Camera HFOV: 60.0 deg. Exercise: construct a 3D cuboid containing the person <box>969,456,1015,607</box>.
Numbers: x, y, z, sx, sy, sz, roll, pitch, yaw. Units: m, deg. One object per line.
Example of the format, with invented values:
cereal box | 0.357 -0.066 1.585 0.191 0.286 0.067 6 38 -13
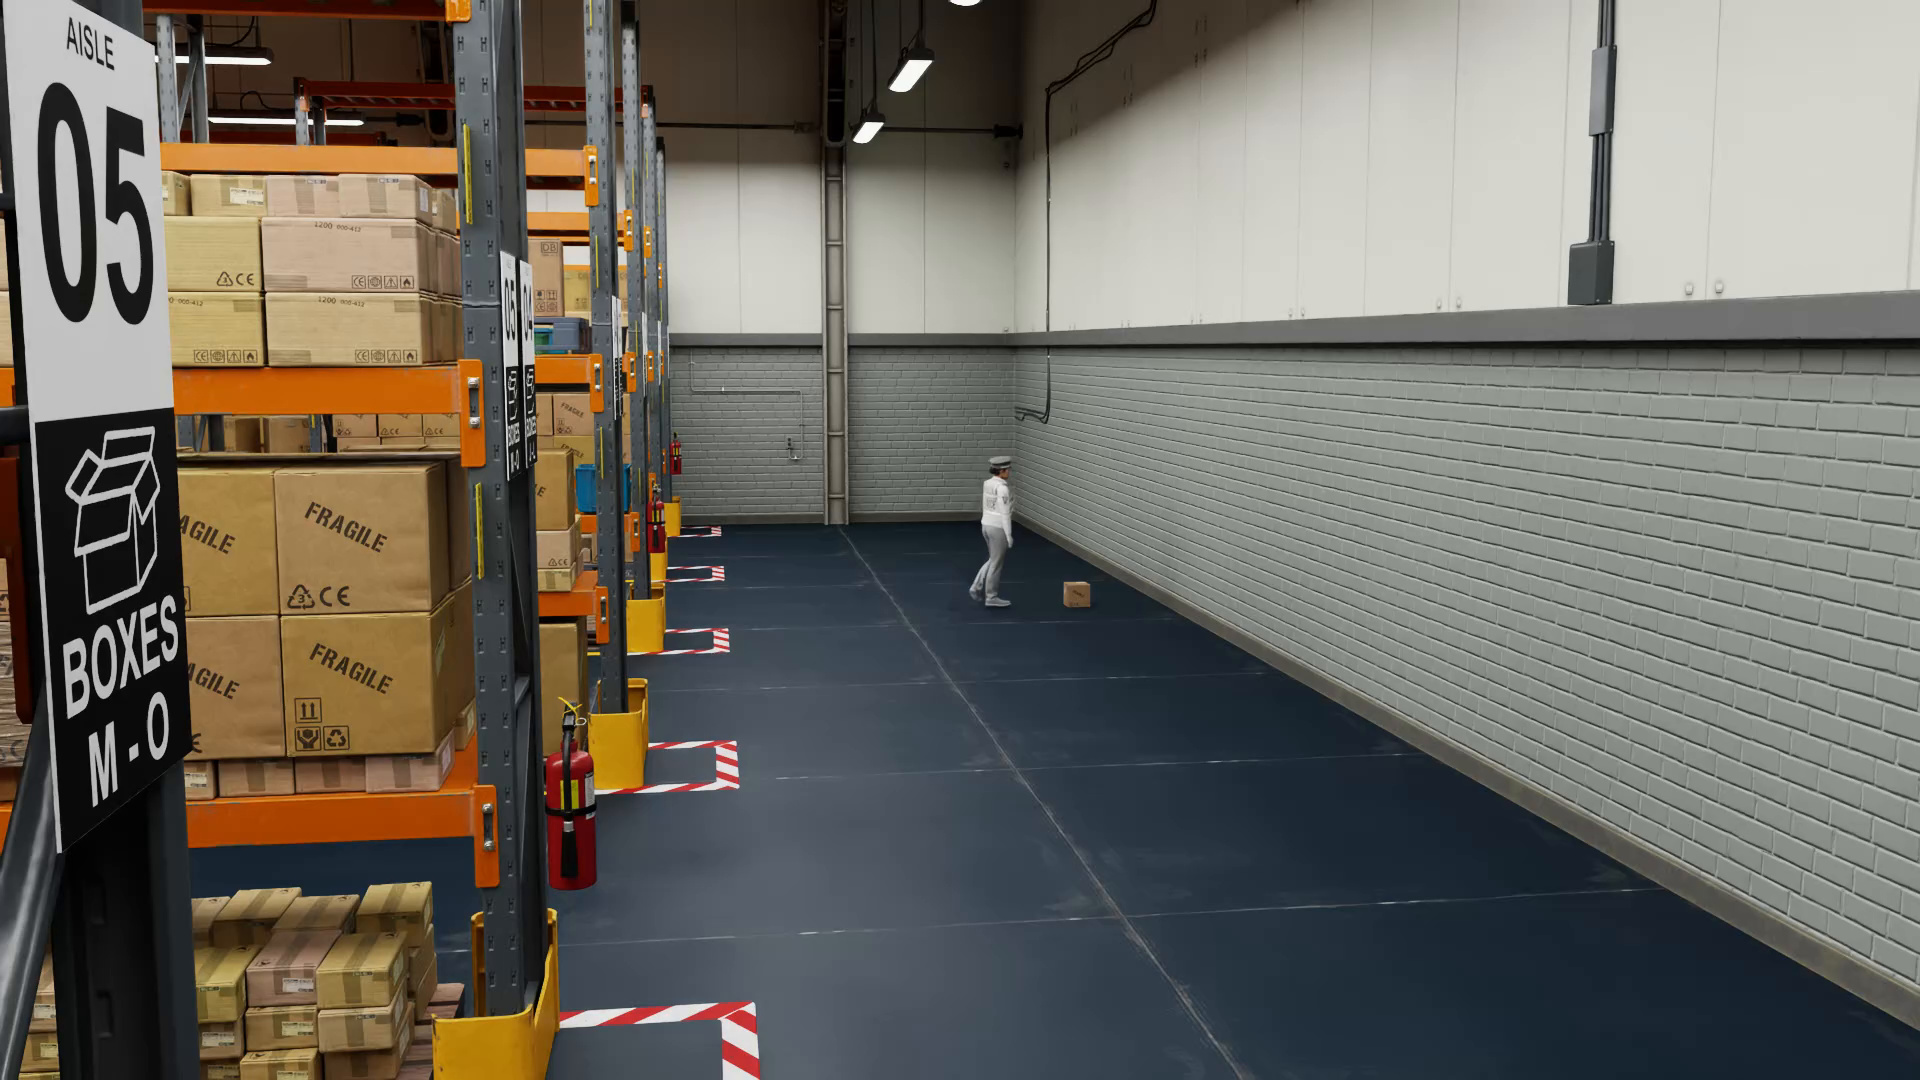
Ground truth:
person | 0.351 -0.095 18.320 0.460 1.659 0.512 -2 7 -20
